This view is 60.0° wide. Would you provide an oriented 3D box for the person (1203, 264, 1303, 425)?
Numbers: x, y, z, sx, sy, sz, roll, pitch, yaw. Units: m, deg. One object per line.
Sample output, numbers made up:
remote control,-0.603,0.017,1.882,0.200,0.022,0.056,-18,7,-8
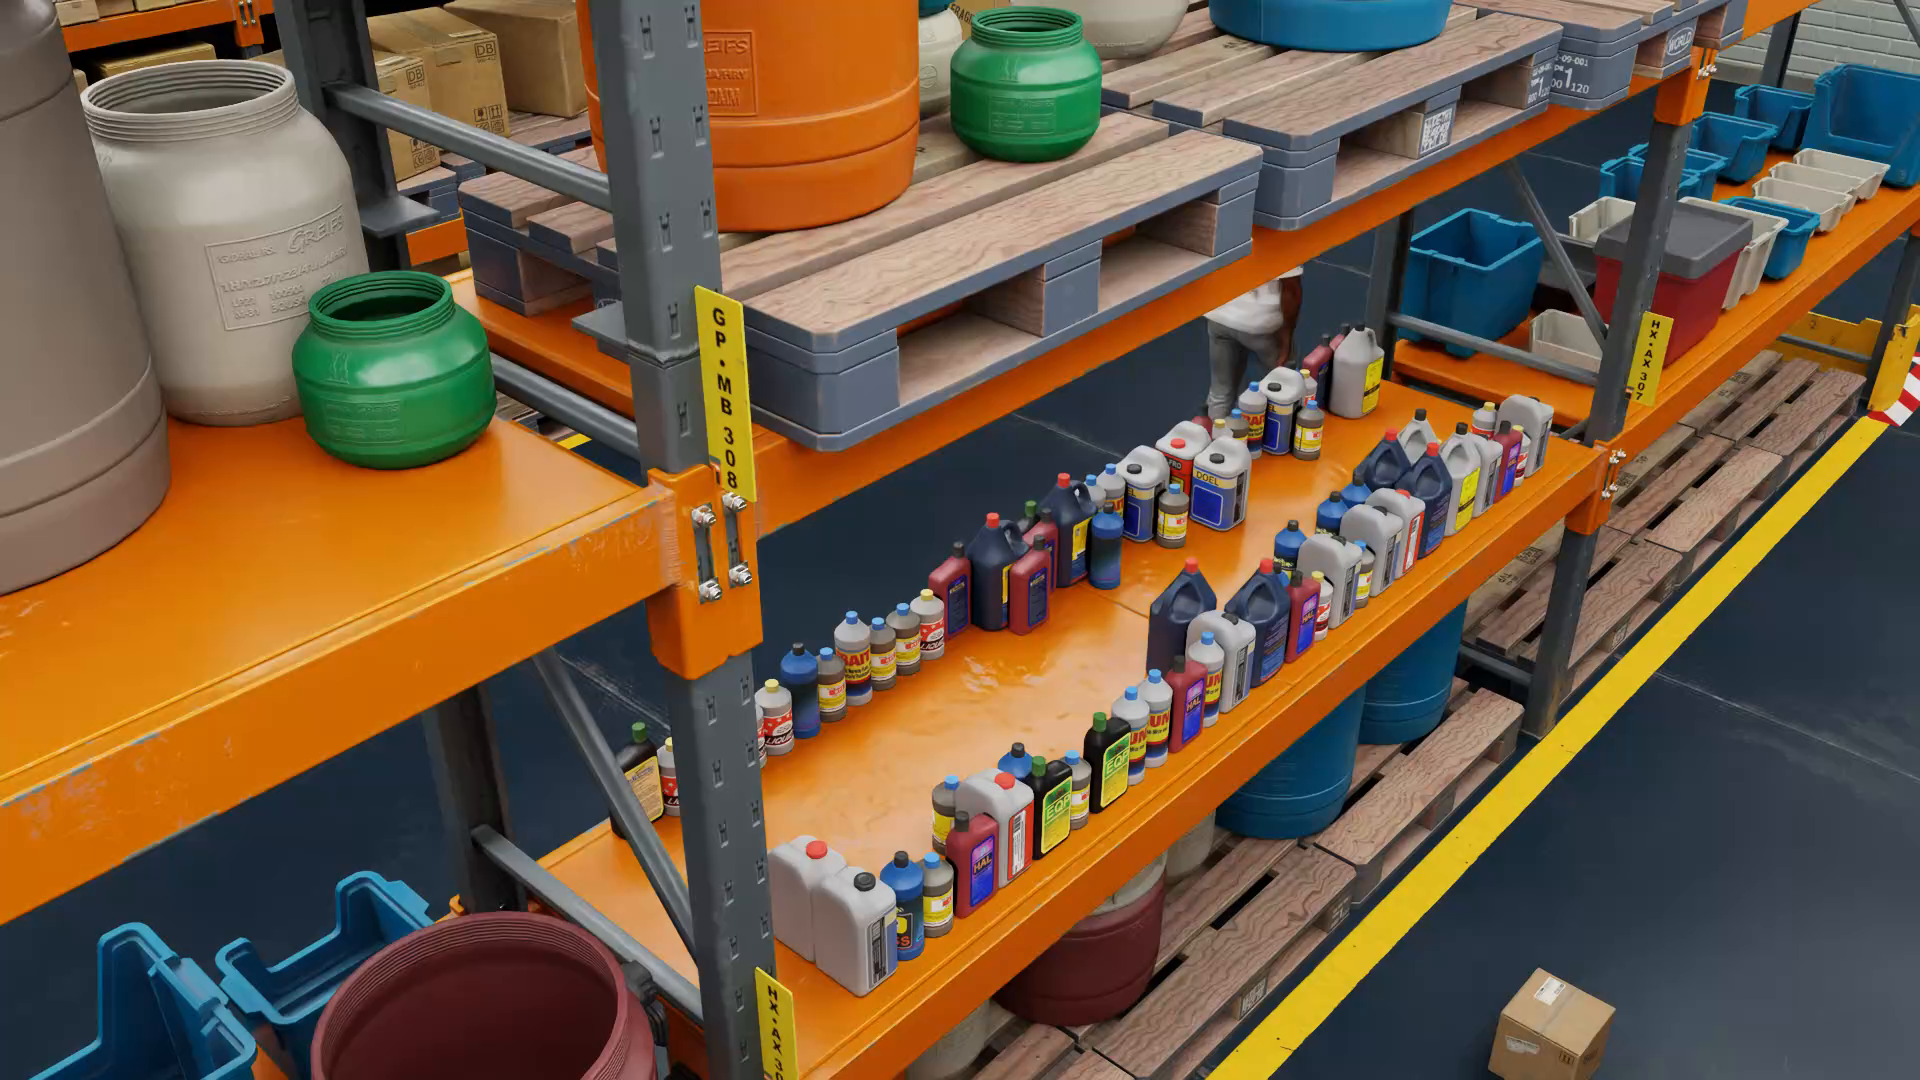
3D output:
person,1.375,-1.058,7.831,0.578,1.780,0.463,21,37,30
